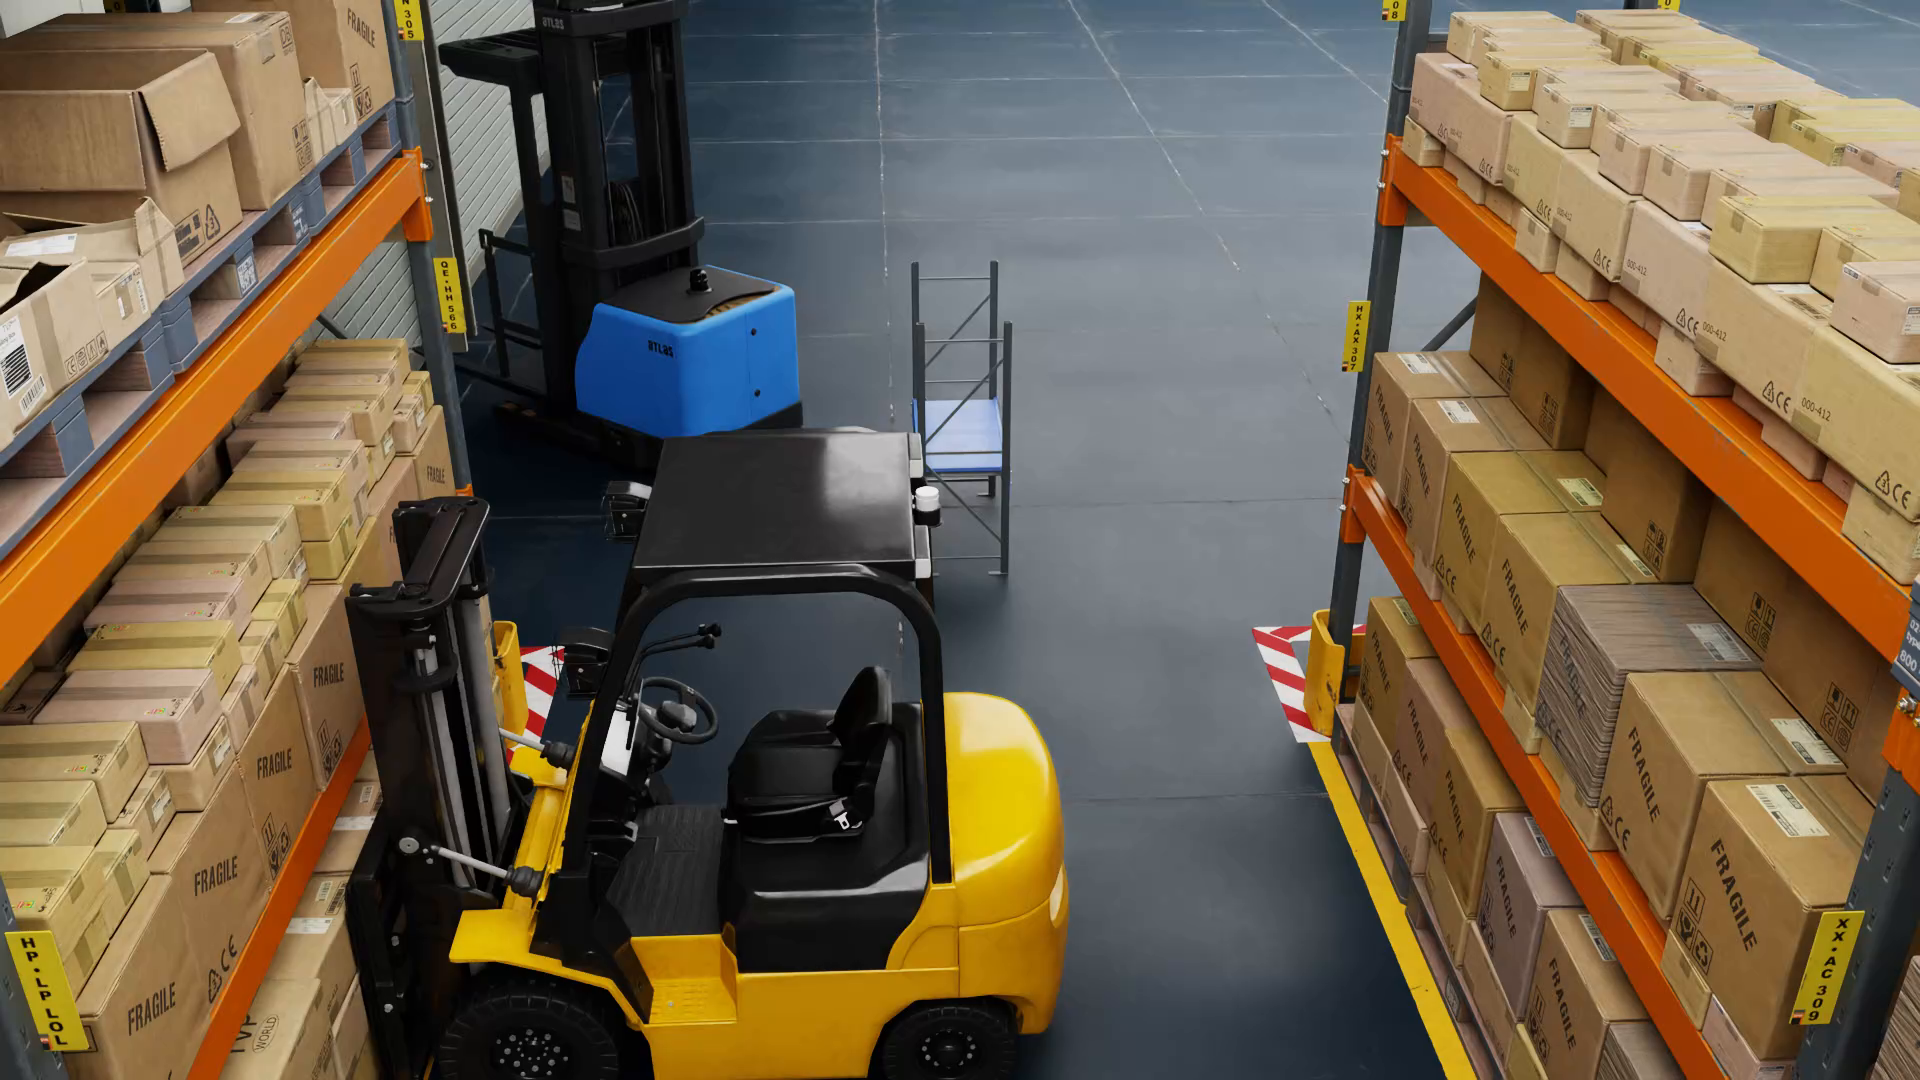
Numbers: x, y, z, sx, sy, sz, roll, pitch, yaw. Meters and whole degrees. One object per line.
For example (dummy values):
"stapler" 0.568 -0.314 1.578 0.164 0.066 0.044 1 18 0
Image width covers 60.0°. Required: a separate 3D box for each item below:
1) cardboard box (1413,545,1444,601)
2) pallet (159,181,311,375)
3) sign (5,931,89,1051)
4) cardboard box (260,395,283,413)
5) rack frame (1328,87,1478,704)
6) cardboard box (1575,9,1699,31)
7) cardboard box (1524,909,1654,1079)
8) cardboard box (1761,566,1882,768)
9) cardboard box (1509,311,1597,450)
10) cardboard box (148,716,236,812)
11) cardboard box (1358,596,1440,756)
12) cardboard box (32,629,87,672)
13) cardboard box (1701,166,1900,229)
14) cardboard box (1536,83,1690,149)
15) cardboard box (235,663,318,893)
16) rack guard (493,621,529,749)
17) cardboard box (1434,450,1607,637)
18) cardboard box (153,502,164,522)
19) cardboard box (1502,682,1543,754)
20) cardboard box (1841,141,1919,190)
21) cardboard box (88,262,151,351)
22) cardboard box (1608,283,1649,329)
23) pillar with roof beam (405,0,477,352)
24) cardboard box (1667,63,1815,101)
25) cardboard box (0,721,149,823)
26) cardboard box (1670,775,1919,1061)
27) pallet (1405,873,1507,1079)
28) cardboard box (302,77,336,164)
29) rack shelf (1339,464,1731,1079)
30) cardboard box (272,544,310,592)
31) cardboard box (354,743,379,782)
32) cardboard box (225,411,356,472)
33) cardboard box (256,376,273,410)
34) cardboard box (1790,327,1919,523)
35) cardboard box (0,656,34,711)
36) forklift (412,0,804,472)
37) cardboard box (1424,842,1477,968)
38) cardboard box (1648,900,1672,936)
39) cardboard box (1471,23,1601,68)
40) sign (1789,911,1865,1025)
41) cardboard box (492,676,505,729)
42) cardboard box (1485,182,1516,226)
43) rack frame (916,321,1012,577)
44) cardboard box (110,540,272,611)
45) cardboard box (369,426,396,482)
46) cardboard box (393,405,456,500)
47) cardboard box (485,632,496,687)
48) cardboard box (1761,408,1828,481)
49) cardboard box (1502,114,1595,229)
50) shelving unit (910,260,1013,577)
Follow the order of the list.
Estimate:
"cardboard box" 2.016 0.114 6.560 0.380 0.149 0.250 -1 28 -2
"pallet" -2.601 -0.796 4.884 1.003 0.211 1.213 -1 28 -3
"sign" -1.929 0.954 3.510 0.100 0.325 0.005 -1 28 -3
"cardboard box" -2.844 -0.454 6.566 0.380 0.149 0.250 -1 28 -3
"rack frame" 2.278 -0.519 7.501 1.000 3.000 0.127 -1 28 -3
"cardboard box" 2.590 -1.942 6.395 0.380 0.149 0.250 -1 28 -2
"cardboard box" 2.159 1.528 5.286 0.500 0.500 0.500 -1 28 -2
"cardboard box" 2.675 0.264 4.489 0.700 0.500 0.500 -1 28 -2
"cardboard box" 2.541 -0.674 6.287 0.700 0.500 0.500 -1 28 -2
"cardboard box" -2.220 0.610 4.528 0.380 0.149 0.250 -1 28 -2
"cardboard box" 2.045 0.572 7.118 0.500 0.500 0.500 -2 28 -4
"cardboard box" -2.815 0.380 4.968 0.380 0.149 0.250 -2 28 -3
"cardboard box" 2.182 -0.865 4.331 0.380 0.149 0.250 -2 28 -4
"cardboard box" 2.052 -1.336 5.234 0.380 0.149 0.250 -1 28 -1
"cardboard box" -2.304 0.721 5.016 0.500 0.500 0.500 -2 28 -3
"rack guard" -2.680 0.700 7.867 1.175 0.500 0.348 -1 28 -3
"cardboard box" 2.083 0.005 6.067 0.500 0.500 0.500 -2 28 -4
"cardboard box" -2.915 -0.098 5.563 0.380 0.149 0.250 -2 28 -4
"cardboard box" 2.076 0.593 5.641 0.380 0.149 0.250 -1 28 -2
"cardboard box" 2.673 -0.997 4.584 0.380 0.149 0.250 -2 28 -3
"cardboard box" -2.231 -0.568 4.062 0.380 0.149 0.250 -1 28 -1
"cardboard box" 2.180 -0.744 4.962 0.380 0.149 0.250 -2 28 -3
"pillar with roof beam" 0.443 -5.588 10.734 9.100 9.000 0.400 -1 28 -3
"cardboard box" 2.564 -1.473 5.496 0.380 0.149 0.250 -1 28 -3
"cardboard box" -2.317 0.596 4.232 0.380 0.149 0.250 -2 28 -4
"cardboard box" 2.215 0.953 4.249 0.500 0.500 0.500 -2 28 -4
"pallet" 2.349 1.691 6.280 1.003 0.211 1.213 -1 28 -3
"cardboard box" -2.319 -1.405 5.540 0.396 0.266 0.258 -1 28 -3
"rack shelf" 2.382 0.724 5.896 1.077 0.370 4.000 -1 28 -3
"cardboard box" -2.367 0.134 5.440 0.380 0.149 0.250 -2 28 -3
"cardboard box" -2.275 0.866 6.284 0.500 0.250 0.500 -1 28 -2
"cardboard box" -2.427 -0.350 6.047 0.380 0.149 0.250 -1 28 -2
"cardboard box" -2.924 -0.576 6.480 0.380 0.149 0.250 0 28 -1
"cardboard box" 2.194 -0.265 3.611 0.500 0.250 0.500 -2 28 -3
"cardboard box" -2.857 0.373 4.660 0.380 0.149 0.250 -2 28 -3
"forklift" -2.512 -2.176 10.753 3.031 2.935 1.130 19 33 32
"cardboard box" 2.104 1.381 6.377 0.500 0.250 0.500 0 28 1
"cardboard box" 2.210 1.062 4.743 0.380 0.149 0.250 -1 28 -2
"cardboard box" 2.121 -1.806 6.134 0.380 0.149 0.250 -1 28 -3
"sign" 1.945 0.961 3.727 0.100 0.325 0.005 -1 28 -3
"cardboard box" -2.339 0.845 7.405 0.500 0.250 0.500 -1 28 -2
"cardboard box" 2.091 -1.220 5.874 0.380 0.149 0.250 -2 28 -3
"rack frame" 0.022 -0.470 9.029 0.500 1.500 0.032 -1 28 -3
"cardboard box" -2.368 0.124 5.137 0.380 0.149 0.250 -1 28 -2
"cardboard box" -2.386 -0.337 6.343 0.380 0.149 0.250 -1 28 -2
"cardboard box" -2.391 -0.220 6.821 0.500 0.500 0.500 -2 28 -4
"cardboard box" -2.342 0.632 7.274 0.500 0.250 0.500 -2 28 -3
"cardboard box" 2.203 -0.265 4.042 0.380 0.149 0.250 -1 28 -2
"cardboard box" 2.106 -1.204 5.412 0.500 0.250 0.500 -1 28 -1
"shelving unit" -0.004 -0.704 9.479 0.538 1.500 1.048 -1 28 -3
